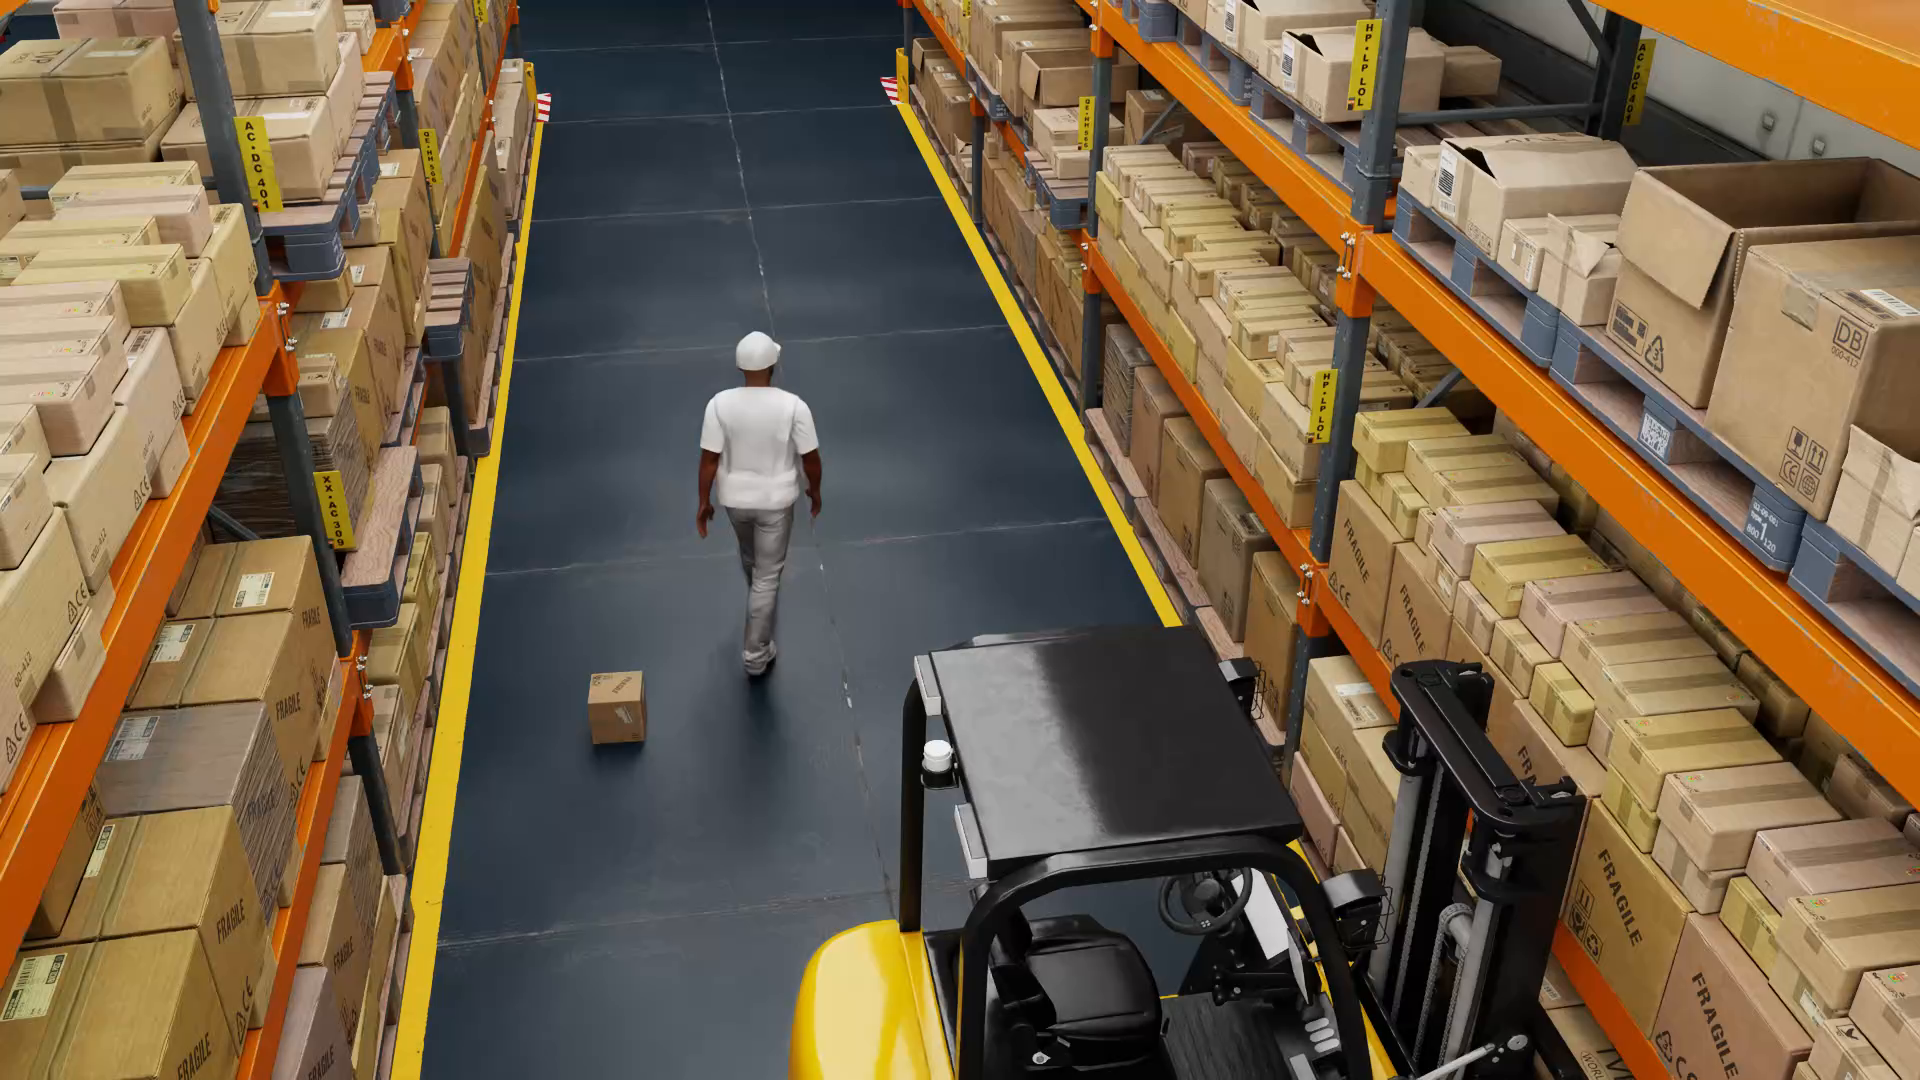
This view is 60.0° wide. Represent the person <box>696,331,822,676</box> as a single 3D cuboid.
[{"bbox_3d":[-1.003,-0.264,8.543,0.604,1.699,0.985,5,31,8],"label":"person"}]
